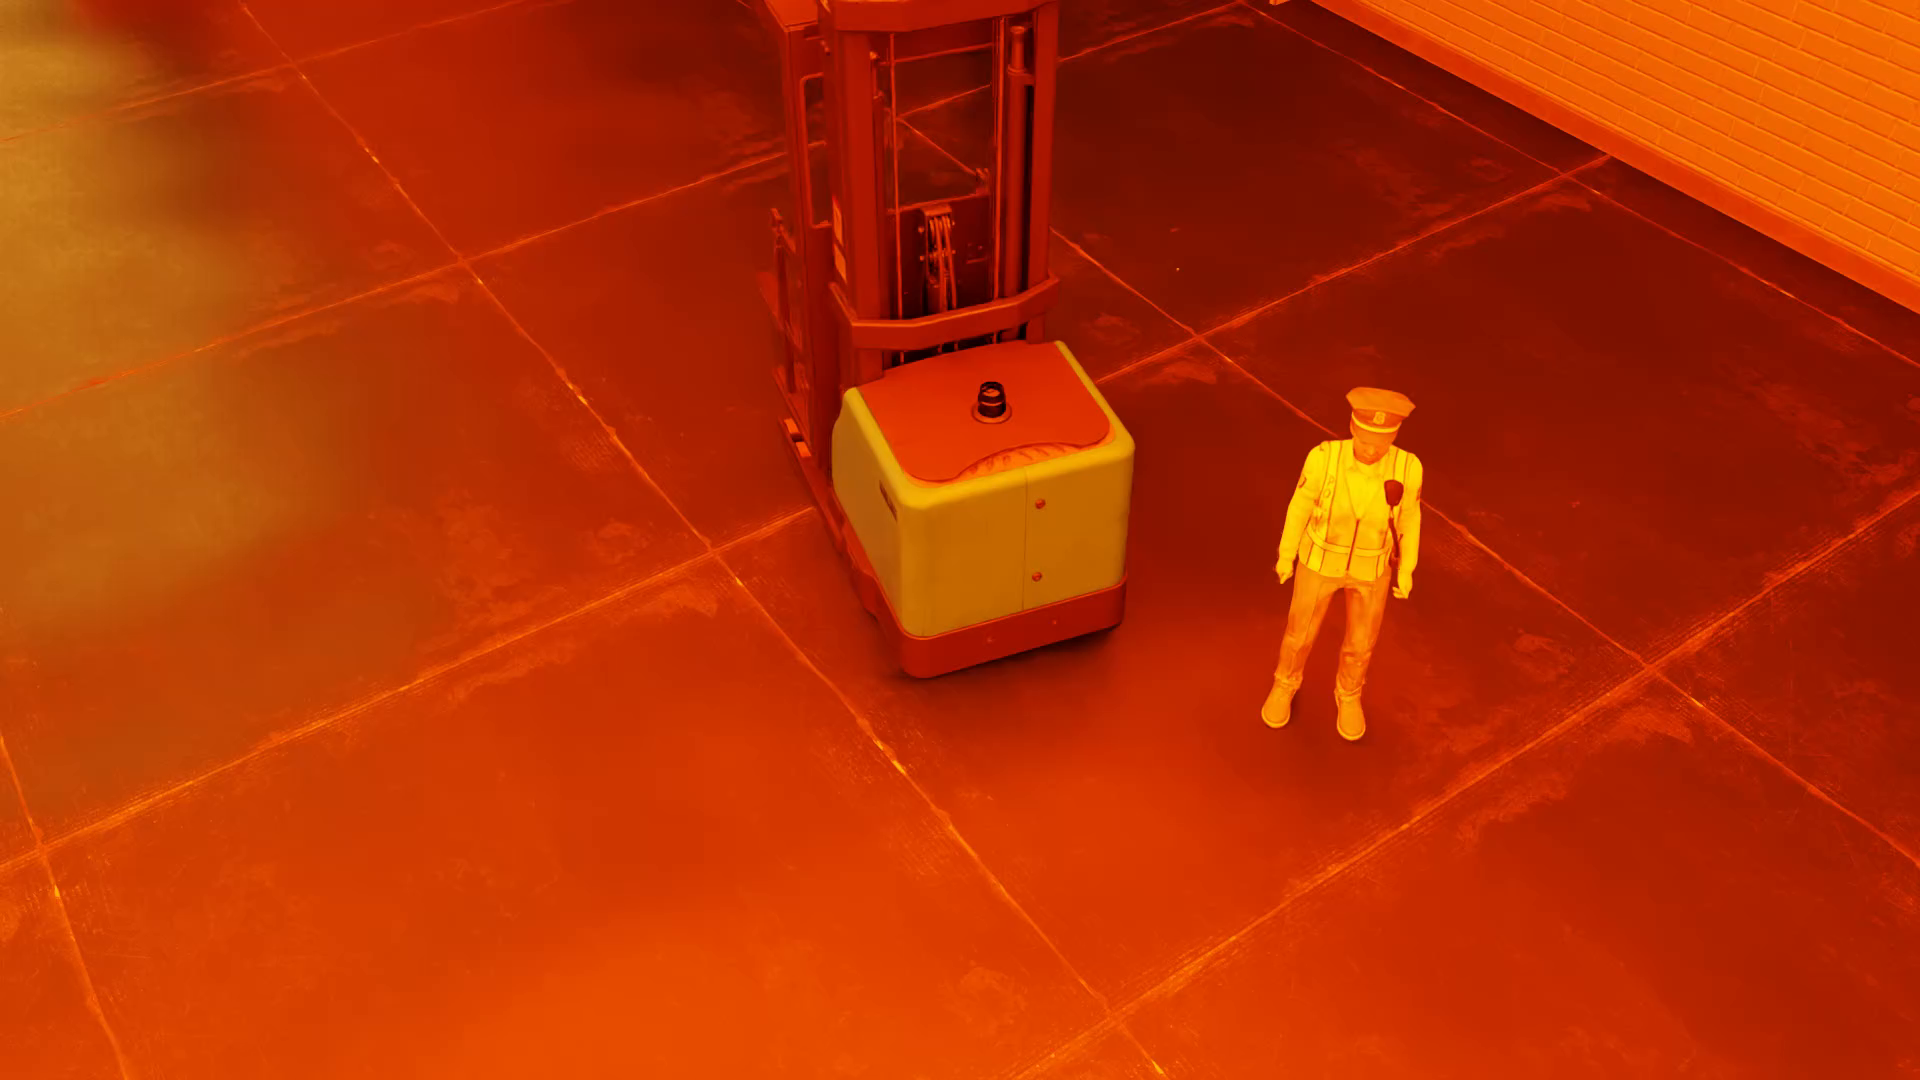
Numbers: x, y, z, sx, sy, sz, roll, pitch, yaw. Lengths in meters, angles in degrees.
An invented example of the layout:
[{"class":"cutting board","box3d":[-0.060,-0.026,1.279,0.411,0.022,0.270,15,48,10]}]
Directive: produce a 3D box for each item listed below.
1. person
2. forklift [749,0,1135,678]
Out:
[{"class":"person","box3d":[1.518,0.103,6.528,0.532,1.680,0.332,6,43,7]},{"class":"forklift","box3d":[-0.269,-1.497,7.339,1.130,2.935,3.031,-15,45,-15]}]
